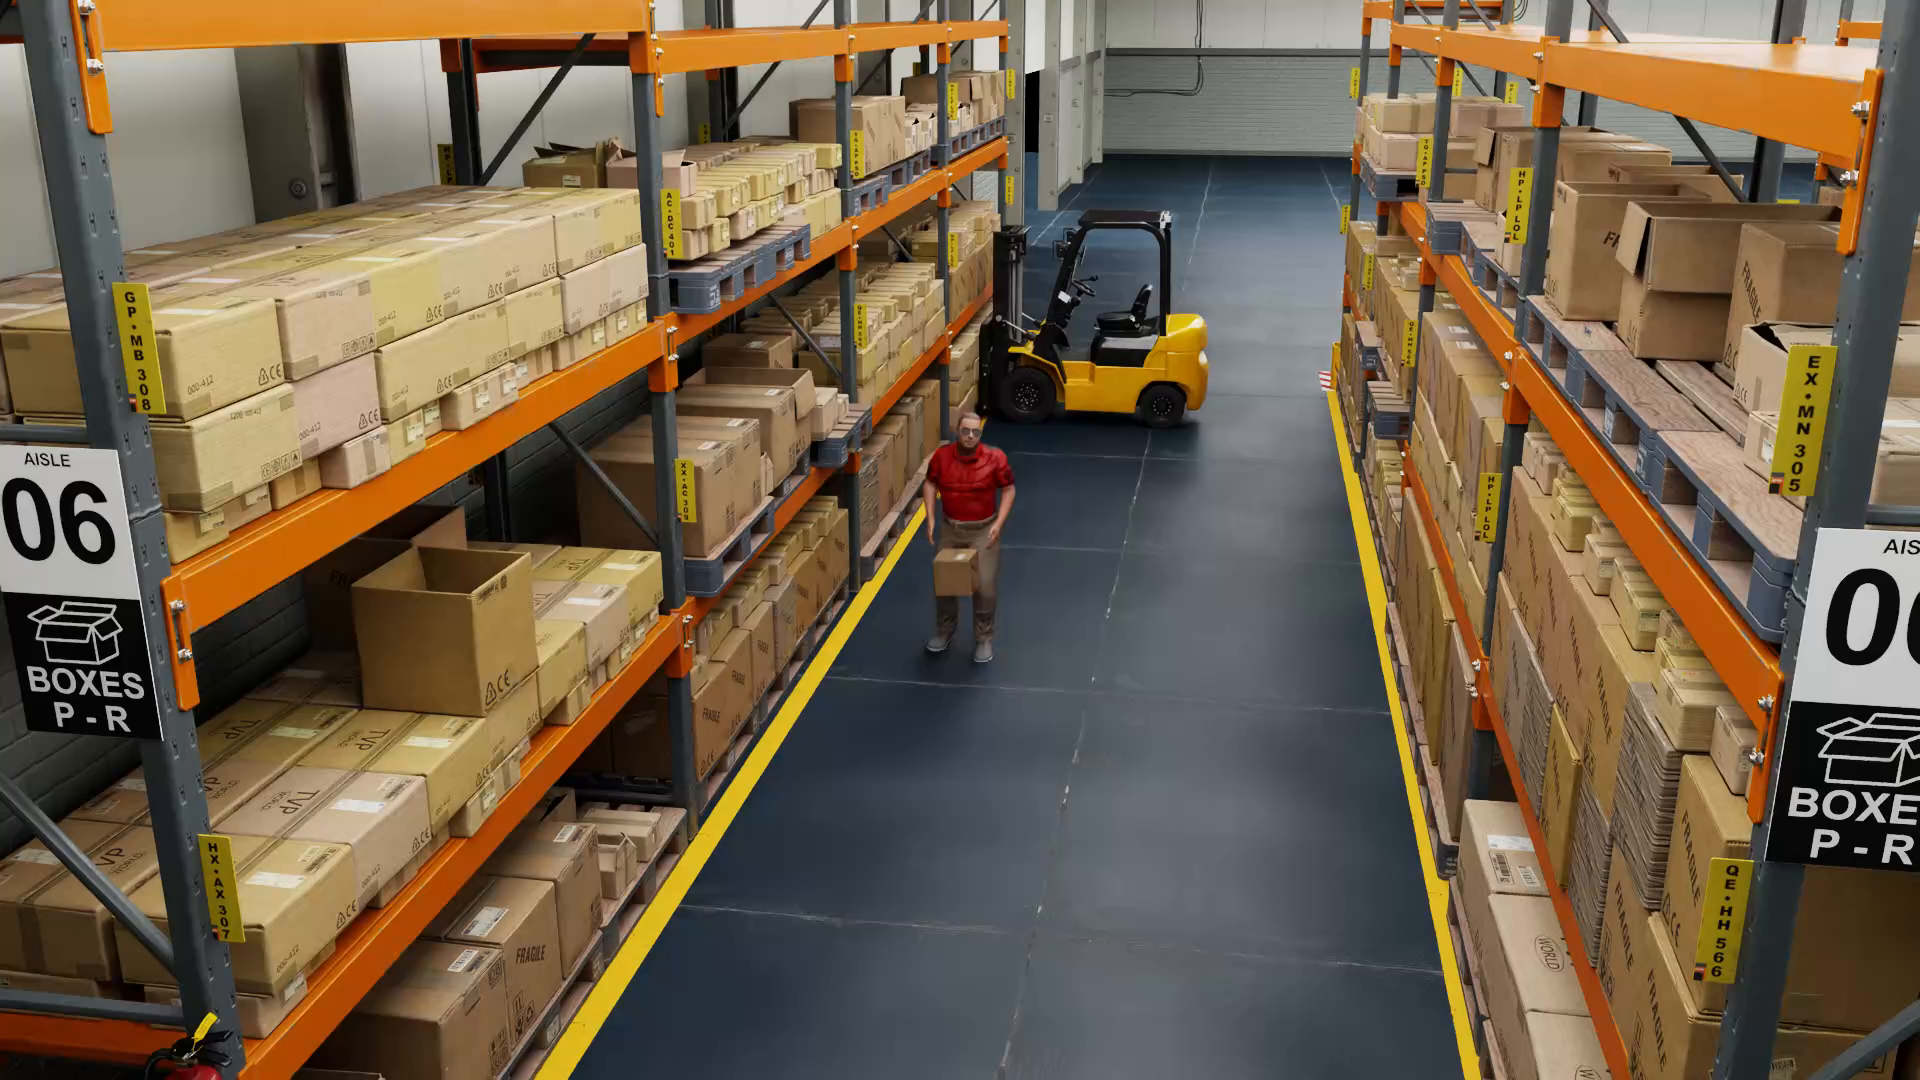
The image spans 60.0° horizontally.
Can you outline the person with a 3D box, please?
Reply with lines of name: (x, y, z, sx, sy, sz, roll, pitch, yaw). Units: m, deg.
person: (0.046, -0.040, 11.246, 0.641, 1.709, 0.440, 5, 18, 15)
